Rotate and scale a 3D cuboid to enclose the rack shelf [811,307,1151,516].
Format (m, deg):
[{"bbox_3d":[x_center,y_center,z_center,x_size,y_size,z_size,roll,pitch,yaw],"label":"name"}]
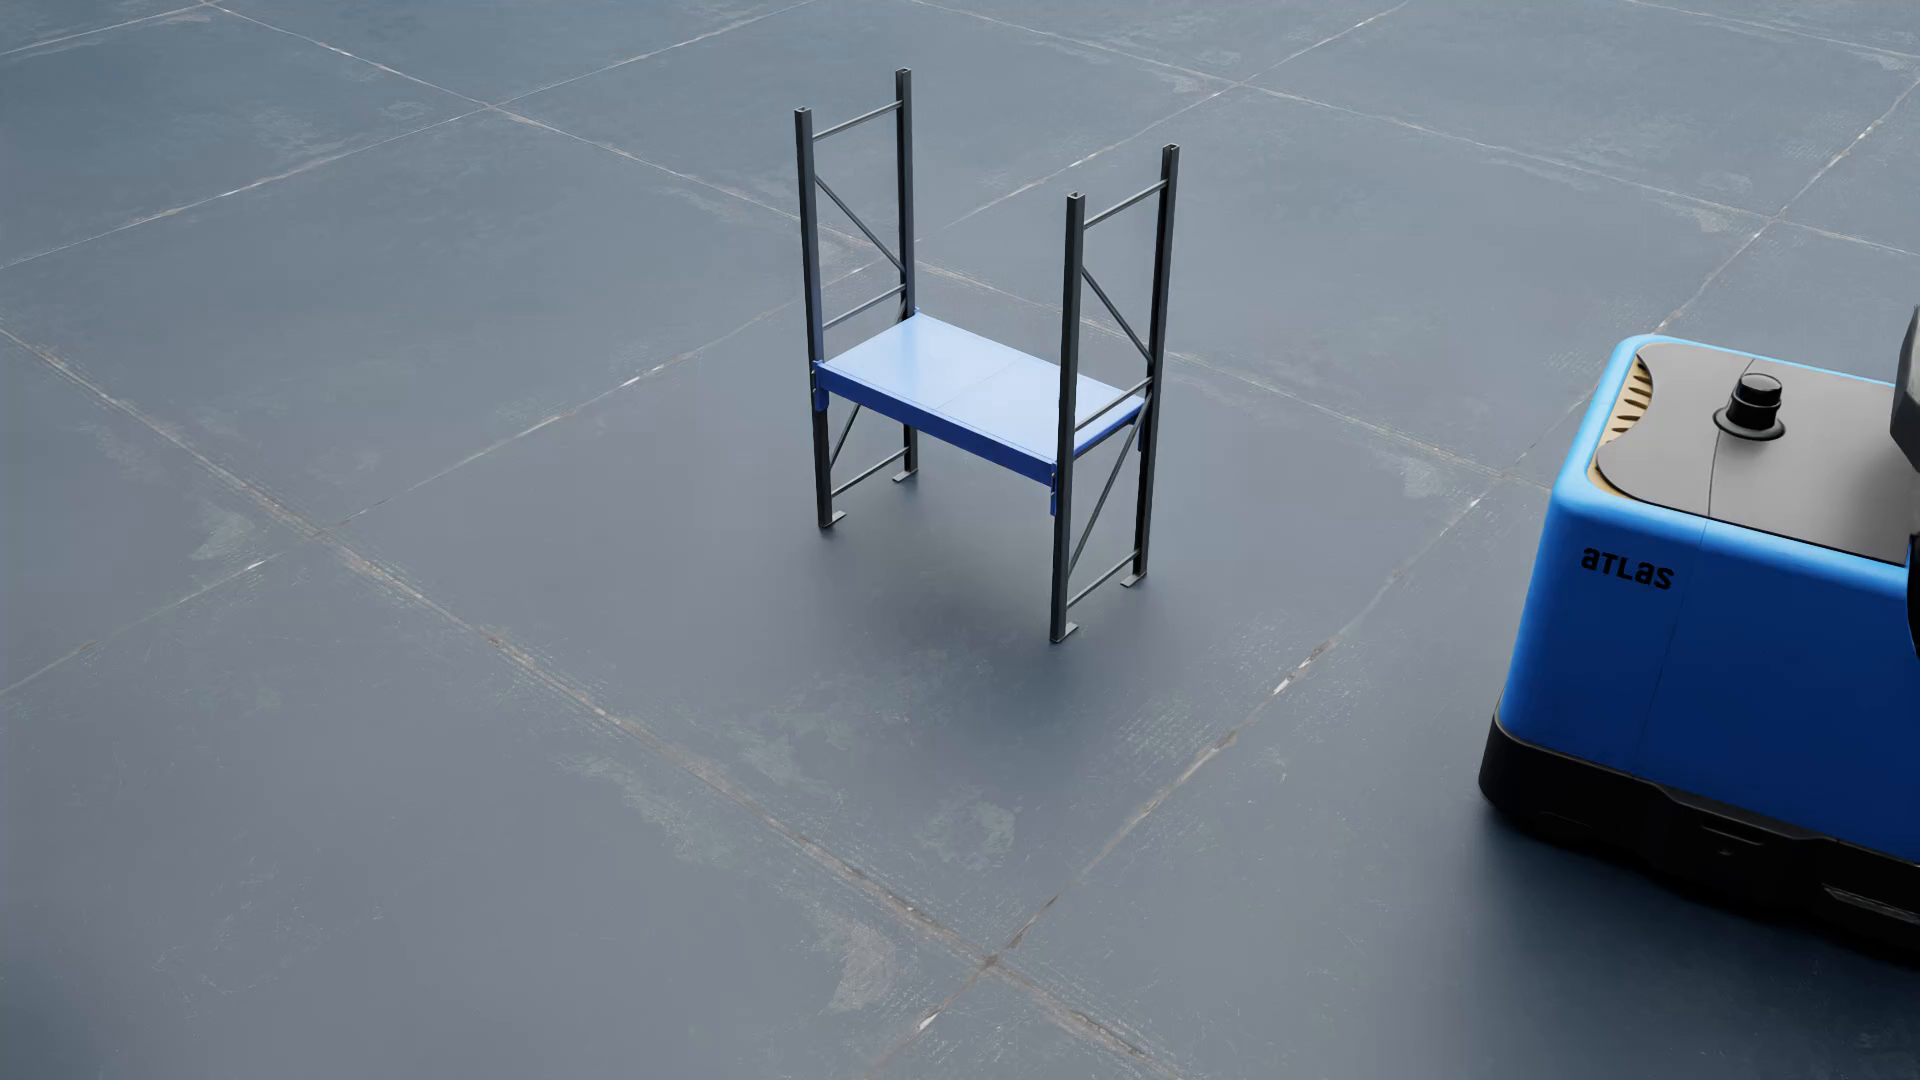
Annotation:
[{"bbox_3d":[0.066,-0.439,5.382,1.000,0.185,0.538,25,42,32],"label":"rack shelf"}]

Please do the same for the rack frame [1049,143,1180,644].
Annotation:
[{"bbox_3d":[0.456,-0.403,5.012,0.032,1.500,0.500,25,42,32],"label":"rack frame"}]

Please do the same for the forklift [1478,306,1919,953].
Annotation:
[{"bbox_3d":[2.989,-0.294,3.590,3.031,2.935,1.130,17,38,23],"label":"forklift"}]

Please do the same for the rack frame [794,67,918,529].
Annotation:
[{"bbox_3d":[-0.325,-0.771,5.549,0.032,1.500,0.500,25,42,32],"label":"rack frame"}]

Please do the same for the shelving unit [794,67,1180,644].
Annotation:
[{"bbox_3d":[0.066,-0.587,5.280,1.048,1.500,0.538,25,42,32],"label":"shelving unit"}]
